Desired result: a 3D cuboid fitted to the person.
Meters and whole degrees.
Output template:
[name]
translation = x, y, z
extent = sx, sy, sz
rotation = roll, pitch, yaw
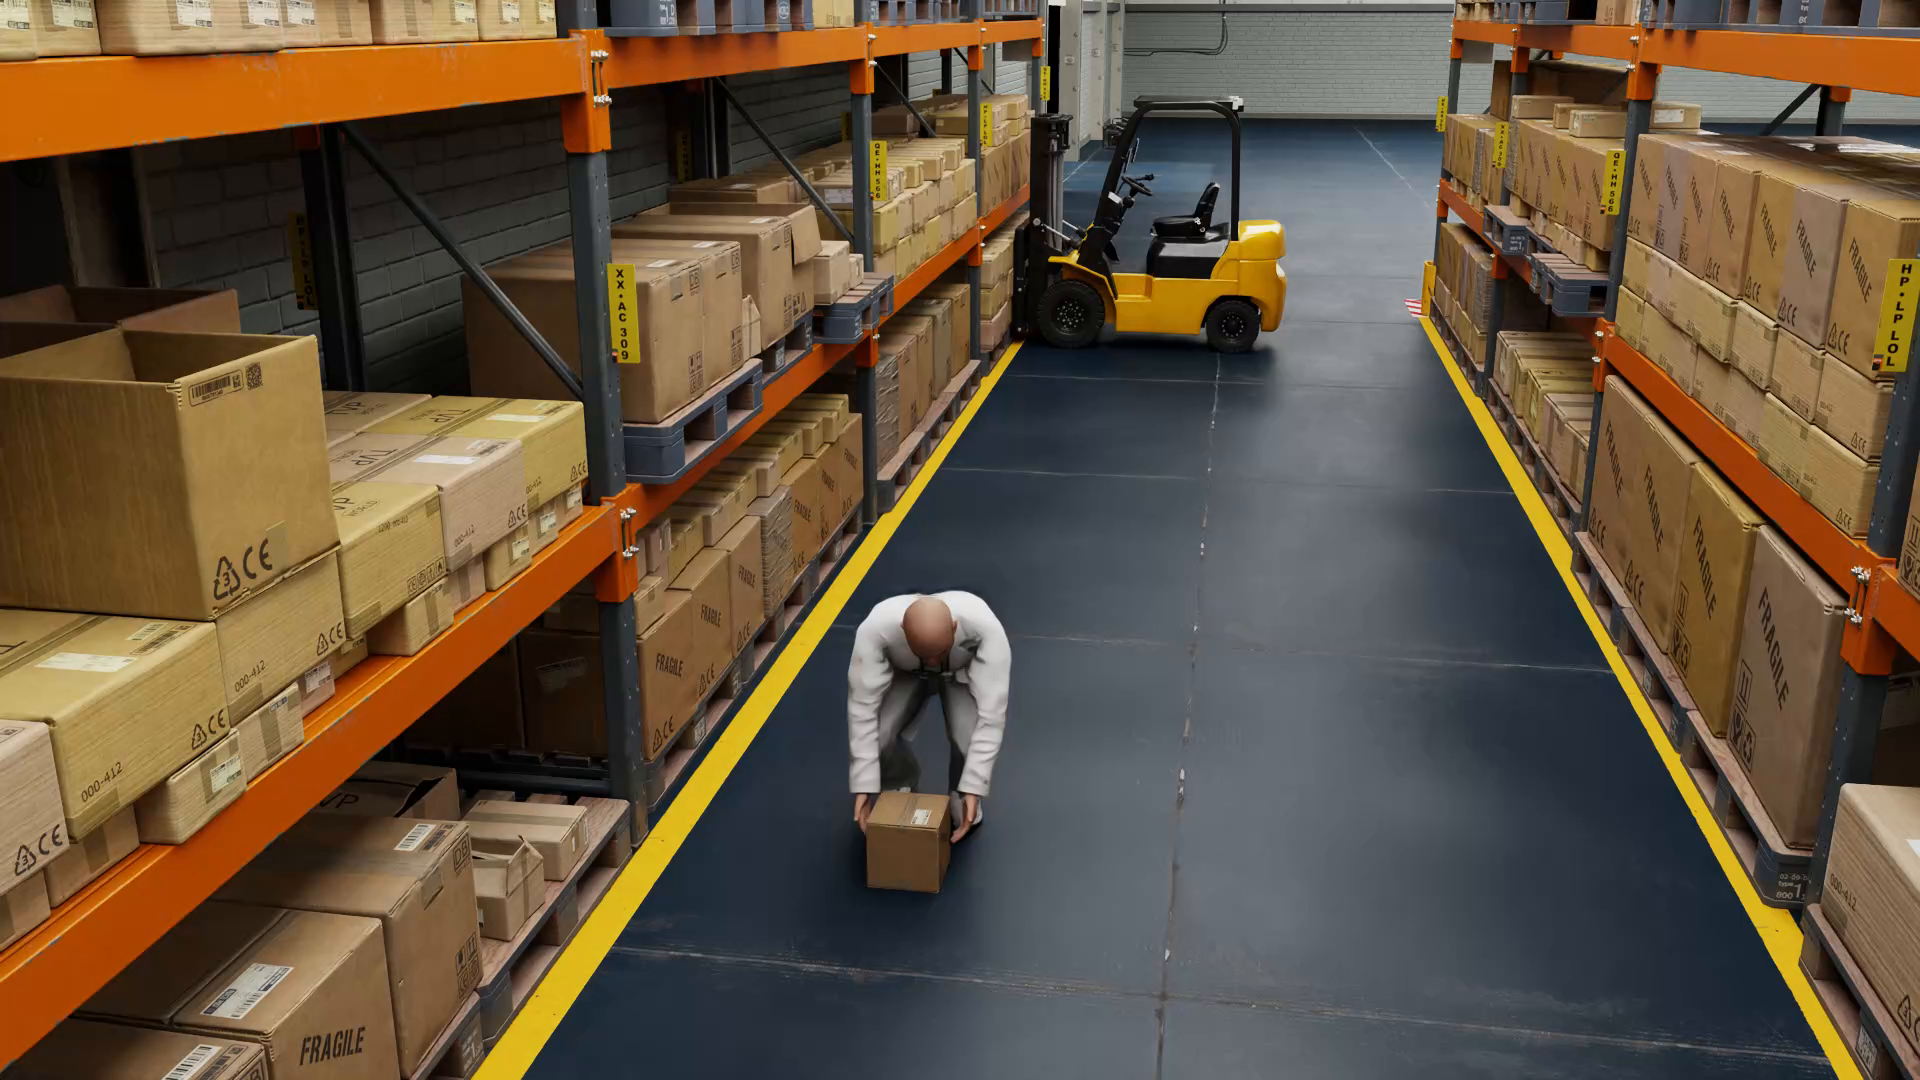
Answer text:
[person]
translation = -0.105, 0.577, 6.041
extent = 0.611, 1.003, 0.898
rotation = 3, 18, 9
